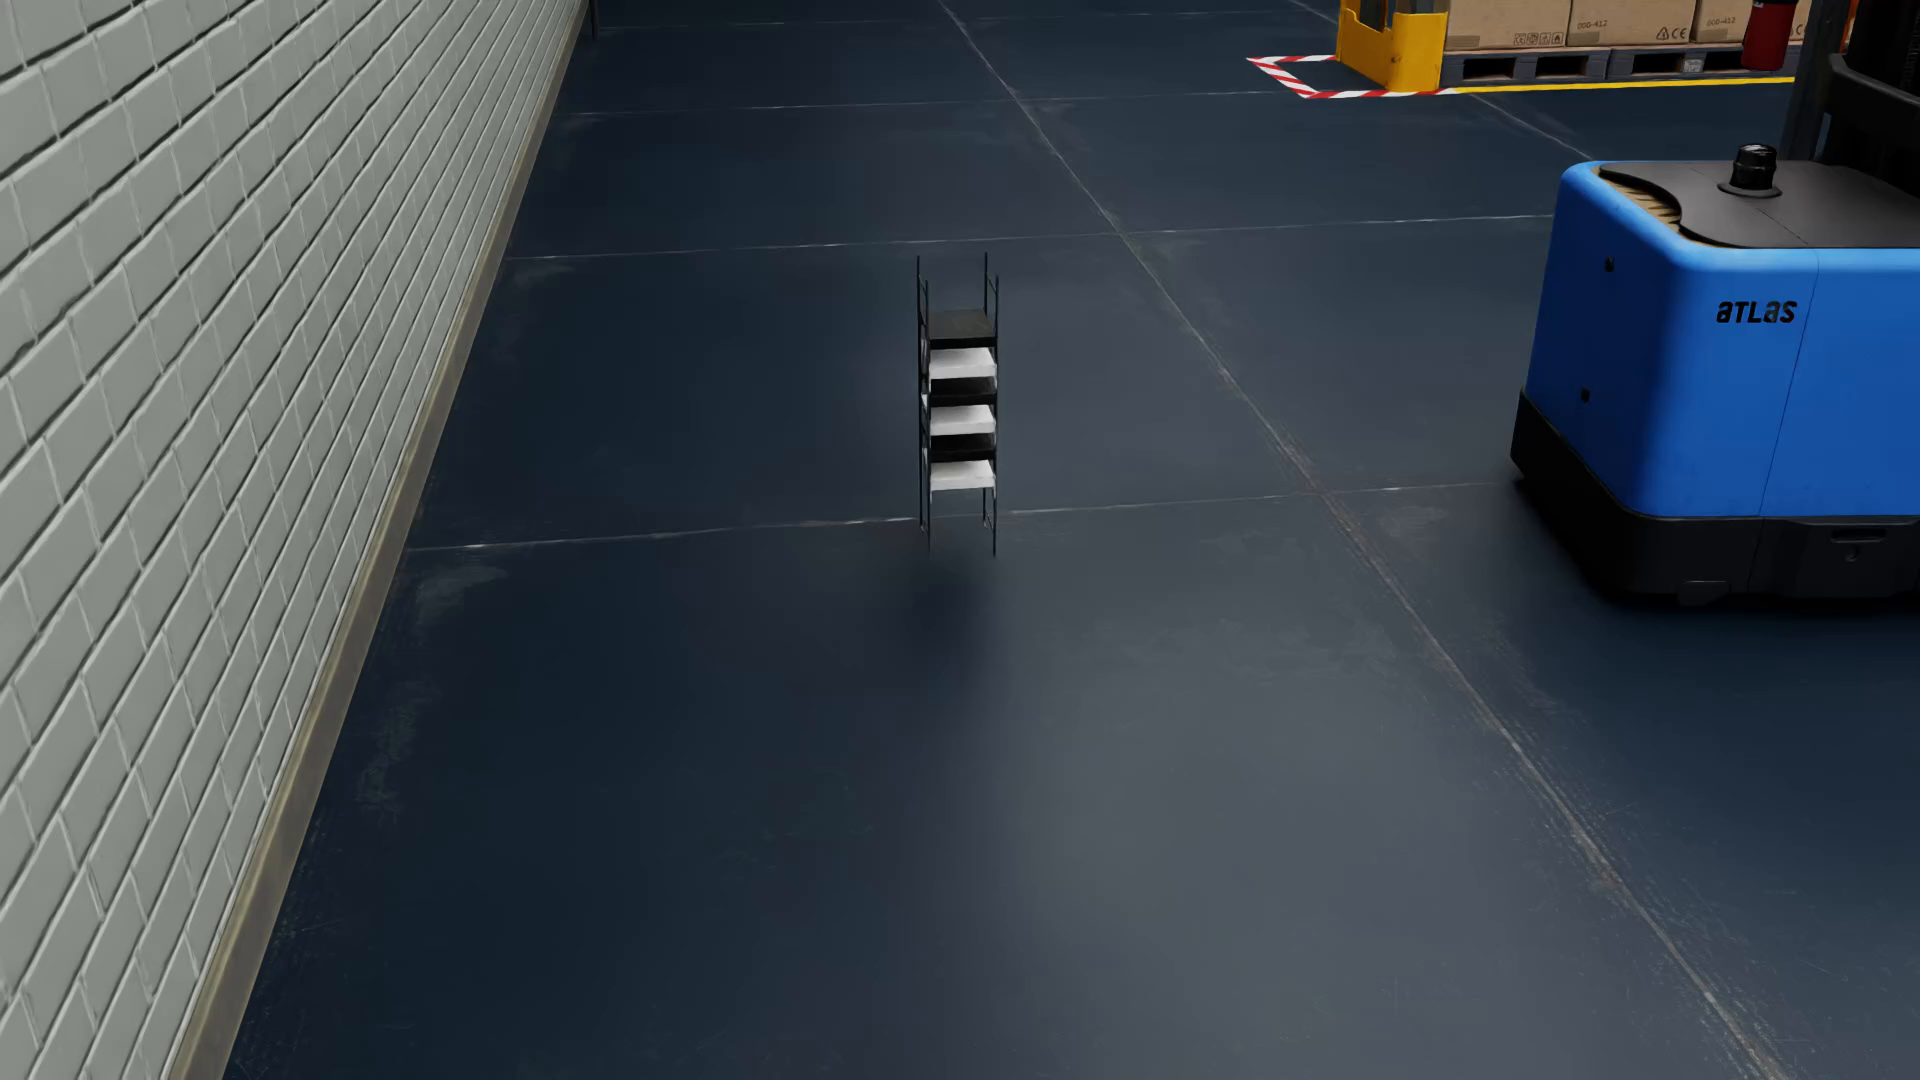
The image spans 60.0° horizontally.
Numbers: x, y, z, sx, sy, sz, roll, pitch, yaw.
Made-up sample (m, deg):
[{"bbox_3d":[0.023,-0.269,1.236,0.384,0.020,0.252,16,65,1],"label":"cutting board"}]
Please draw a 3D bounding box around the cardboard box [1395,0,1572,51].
[{"bbox_3d":[3.618,-3.712,11.546,0.875,0.438,0.875,-5,28,-9],"label":"cardboard box"}]

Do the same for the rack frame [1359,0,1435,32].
[{"bbox_3d":[2.978,-4.578,10.887,0.127,3.000,1.000,-4,27,-7],"label":"rack frame"}]

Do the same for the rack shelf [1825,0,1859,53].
[{"bbox_3d":[5.748,-2.154,6.951,4.000,0.370,1.077,-4,27,-7],"label":"rack shelf"}]

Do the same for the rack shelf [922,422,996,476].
[{"bbox_3d":[-0.008,-0.290,5.100,0.200,0.077,0.258,-4,27,-7],"label":"rack shelf"}]

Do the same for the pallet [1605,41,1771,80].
[{"bbox_3d":[4.964,-3.500,11.840,1.213,0.211,1.003,-4,27,-7],"label":"pallet"}]

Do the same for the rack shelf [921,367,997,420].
[{"bbox_3d":[-0.008,-0.450,5.018,0.200,0.077,0.258,-4,27,-7],"label":"rack shelf"}]

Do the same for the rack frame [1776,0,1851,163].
[{"bbox_3d":[3.768,-2.347,6.539,0.127,3.000,1.000,-4,27,-7],"label":"rack frame"}]

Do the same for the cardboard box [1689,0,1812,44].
[{"bbox_3d":[5.416,-3.831,11.777,0.875,0.438,0.875,-4,27,-9],"label":"cardboard box"}]

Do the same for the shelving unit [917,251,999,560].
[{"bbox_3d":[-0.008,-0.400,5.044,0.210,0.900,0.258,-4,27,-7],"label":"shelving unit"}]

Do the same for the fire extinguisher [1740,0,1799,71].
[{"bbox_3d":[3.454,-2.339,7.017,0.183,0.674,0.296,-4,27,-7],"label":"fire extinguisher"}]

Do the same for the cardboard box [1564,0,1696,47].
[{"bbox_3d":[4.523,-3.774,11.667,0.875,0.438,0.875,-3,27,-6],"label":"cardboard box"}]

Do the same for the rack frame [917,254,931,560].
[{"bbox_3d":[-0.109,-0.393,5.031,0.006,0.900,0.240,-4,27,-7],"label":"rack frame"}]

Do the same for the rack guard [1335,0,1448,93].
[{"bbox_3d":[2.954,-3.465,11.455,0.348,0.500,1.175,-4,27,-7],"label":"rack guard"}]

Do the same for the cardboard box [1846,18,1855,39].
[{"bbox_3d":[6.302,-3.888,11.889,0.875,0.438,0.875,-4,27,-8],"label":"cardboard box"}]

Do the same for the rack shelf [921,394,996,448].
[{"bbox_3d":[-0.008,-0.370,5.059,0.200,0.077,0.258,-4,27,-7],"label":"rack shelf"}]

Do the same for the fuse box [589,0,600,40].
[{"bbox_3d":[-2.751,-4.595,12.331,0.414,1.711,0.539,-4,27,-7],"label":"fuse box"}]

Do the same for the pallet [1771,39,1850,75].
[{"bbox_3d":[6.175,-3.579,11.994,1.213,0.211,1.003,-4,27,-7],"label":"pallet"}]

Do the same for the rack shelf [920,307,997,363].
[{"bbox_3d":[-0.008,-0.610,4.936,0.200,0.077,0.258,-4,27,-7],"label":"rack shelf"}]

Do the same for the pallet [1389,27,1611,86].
[{"bbox_3d":[3.759,-3.424,11.692,1.213,0.211,1.003,-4,27,-7],"label":"pallet"}]

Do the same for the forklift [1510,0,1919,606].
[{"bbox_3d":[3.389,-1.338,4.647,3.031,2.935,1.130,-1,27,-1],"label":"forklift"}]

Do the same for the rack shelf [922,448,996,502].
[{"bbox_3d":[-0.008,-0.210,5.141,0.200,0.077,0.258,-4,27,-7],"label":"rack shelf"}]

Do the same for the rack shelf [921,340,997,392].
[{"bbox_3d":[-0.008,-0.530,4.977,0.200,0.077,0.258,-4,27,-7],"label":"rack shelf"}]

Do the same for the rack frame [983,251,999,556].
[{"bbox_3d":[0.093,-0.406,5.056,0.006,0.900,0.240,-4,27,-7],"label":"rack frame"}]
